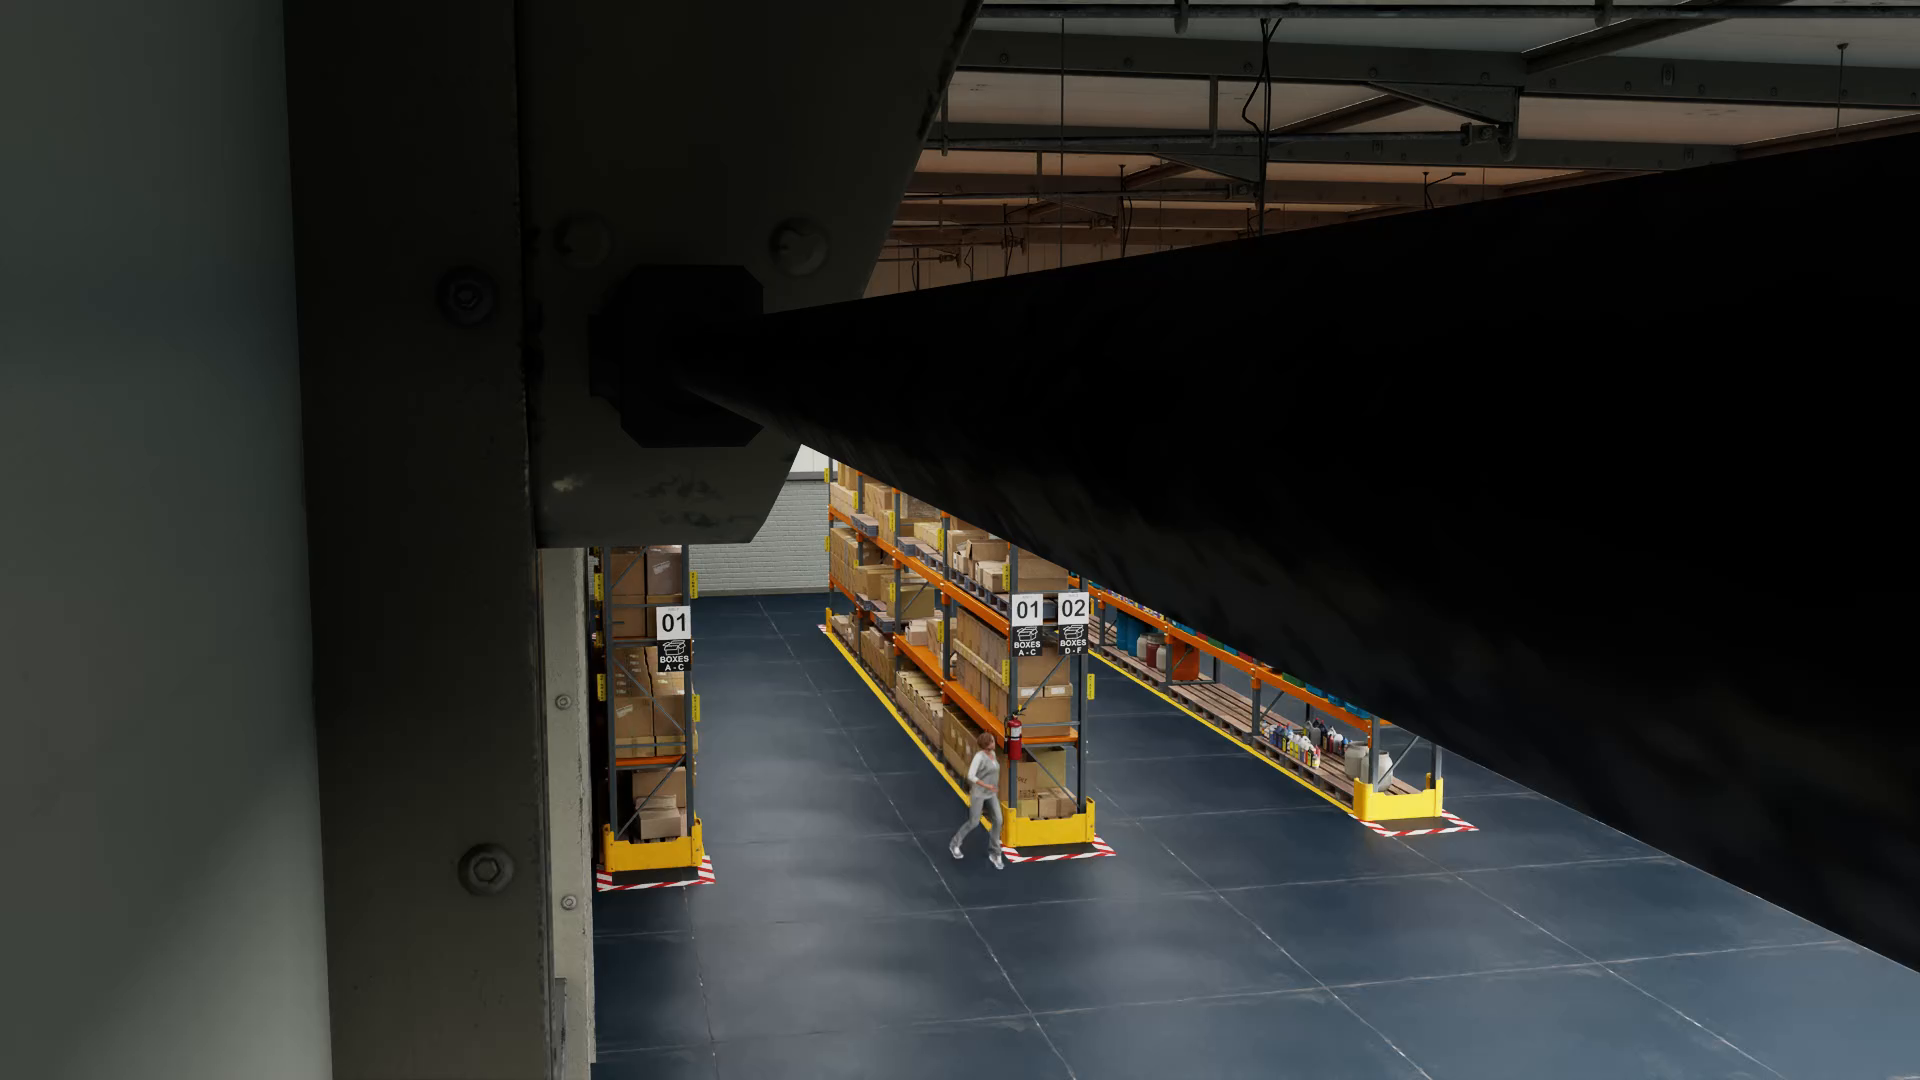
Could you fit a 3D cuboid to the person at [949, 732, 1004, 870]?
[{"bbox_3d":[0.300,3.149,20.294,0.780,1.594,0.594,5,9,39],"label":"person"}]
